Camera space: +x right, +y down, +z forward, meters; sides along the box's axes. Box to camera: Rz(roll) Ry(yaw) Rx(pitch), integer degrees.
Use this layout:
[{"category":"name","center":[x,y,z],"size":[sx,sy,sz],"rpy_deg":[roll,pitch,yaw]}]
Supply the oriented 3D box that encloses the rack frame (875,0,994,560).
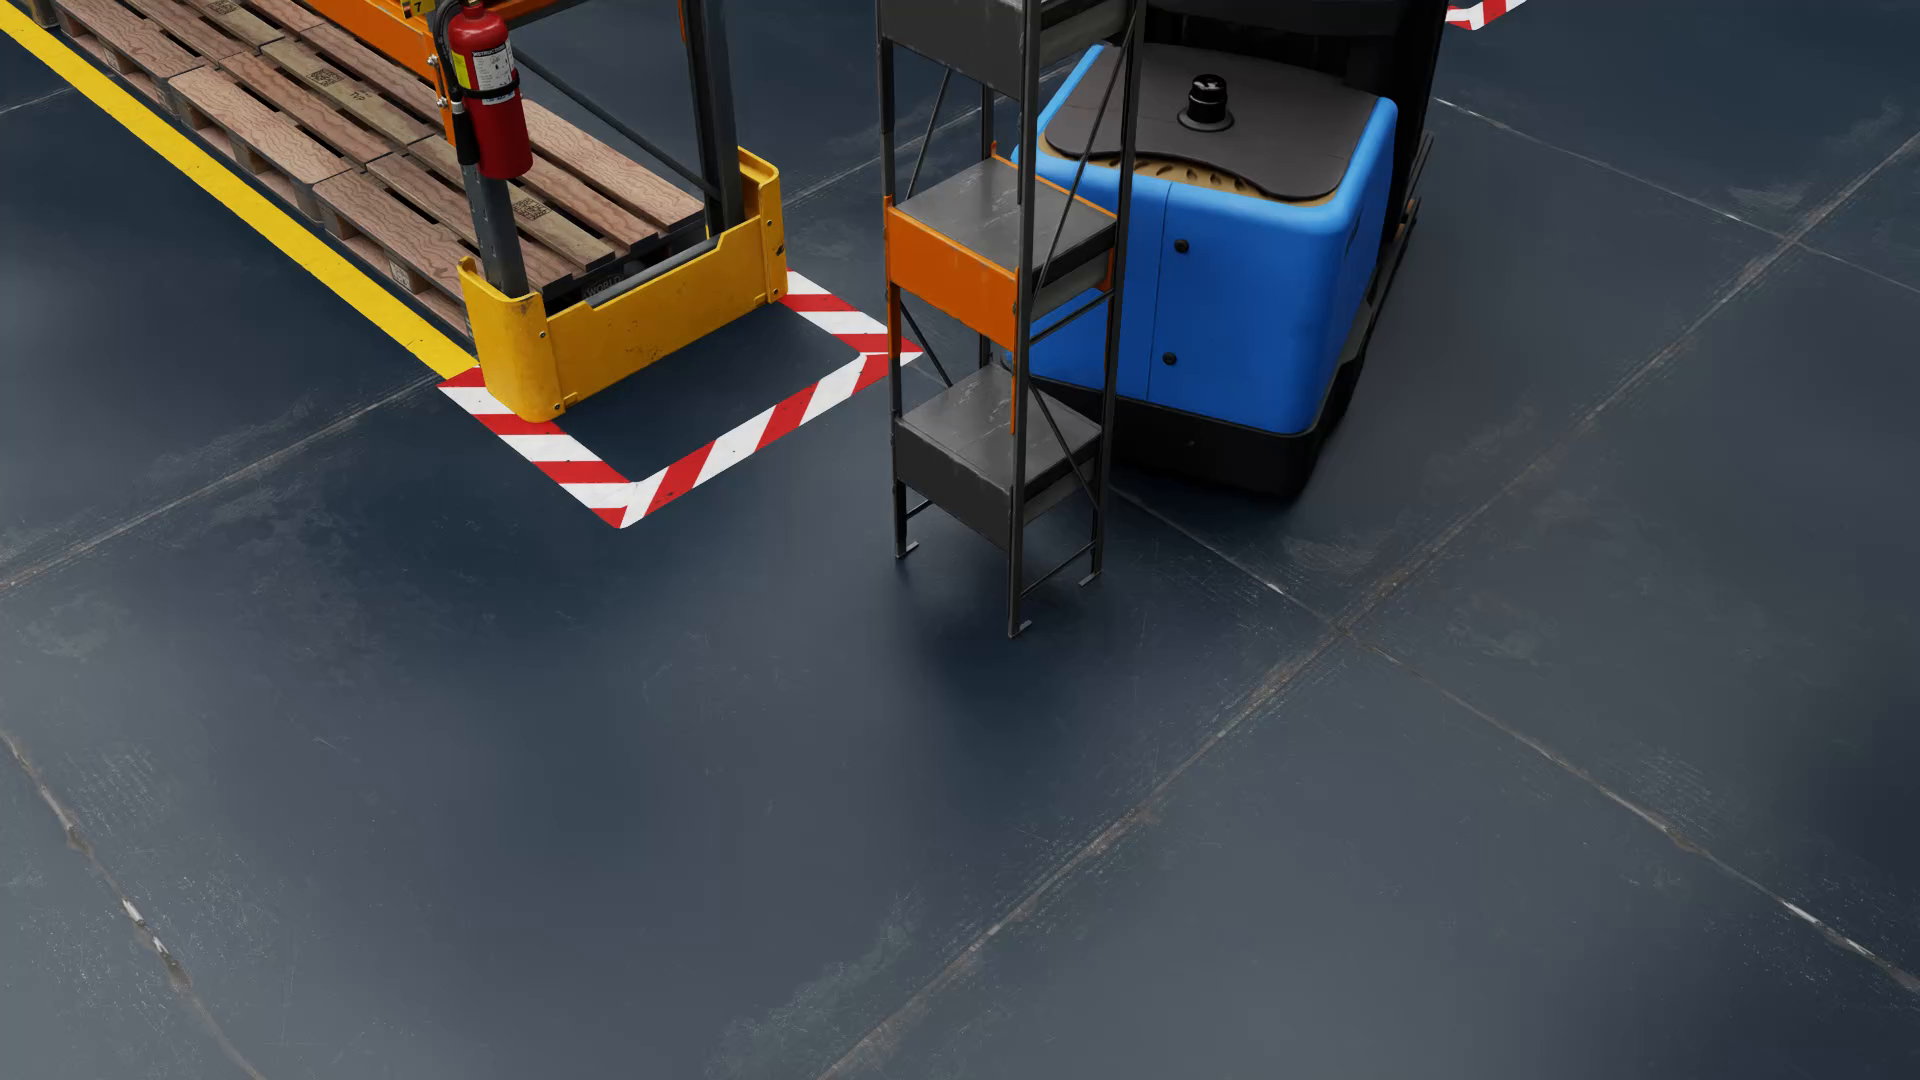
[{"category":"rack frame","center":[-0.055,-0.809,4.578],"size":[0.400,2.100,0.015],"rpy_deg":[-34,53,-31]}]

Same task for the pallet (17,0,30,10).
[{"category":"pallet","center":[-4.521,-3.139,8.491],"size":[1.003,0.211,1.213],"rpy_deg":[-34,53,-31]}]

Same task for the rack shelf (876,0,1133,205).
[{"category":"rack shelf","center":[0.117,-1.196,3.986],"size":[0.431,0.518,0.480],"rpy_deg":[-34,53,-31]}]

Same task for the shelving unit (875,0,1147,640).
[{"category":"shelving unit","center":[0.117,-0.692,4.451],"size":[0.431,2.100,0.503],"rpy_deg":[-34,53,-31]}]

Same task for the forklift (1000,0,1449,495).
[{"category":"forklift","center":[1.155,-2.230,5.504],"size":[1.130,2.935,3.031],"rpy_deg":[15,45,16]}]

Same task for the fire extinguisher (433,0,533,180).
[{"category":"fire extinguisher","center":[-1.396,-1.394,4.880],"size":[0.296,0.674,0.183],"rpy_deg":[-34,53,-31]}]

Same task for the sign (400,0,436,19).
[{"category":"sign","center":[-1.559,-1.638,4.693],"size":[0.100,0.325,0.005],"rpy_deg":[-34,53,-31]}]

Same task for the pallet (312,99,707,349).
[{"category":"pallet","center":[-1.736,-1.241,6.437],"size":[1.003,0.211,1.213],"rpy_deg":[-34,53,-31]}]

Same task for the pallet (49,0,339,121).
[{"category":"pallet","center":[-3.459,-2.413,7.706],"size":[1.003,0.211,1.213],"rpy_deg":[-34,53,-31]}]

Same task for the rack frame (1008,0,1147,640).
[{"category":"rack frame","center":[0.289,-0.574,4.324],"size":[0.400,2.100,0.015],"rpy_deg":[-34,53,-31]}]

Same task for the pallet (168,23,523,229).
[{"category":"pallet","center":[-2.593,-1.827,7.071],"size":[1.003,0.211,1.213],"rpy_deg":[-34,53,-31]}]

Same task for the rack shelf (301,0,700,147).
[{"category":"rack shelf","center":[-2.593,-2.547,6.326],"size":[1.077,0.370,4.000],"rpy_deg":[-34,53,-31]}]

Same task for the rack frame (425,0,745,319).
[{"category":"rack frame","center":[-1.181,-1.850,5.042],"size":[1.000,3.000,0.127],"rpy_deg":[-34,53,-31]}]

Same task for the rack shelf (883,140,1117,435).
[{"category":"rack shelf","center":[0.117,-0.682,4.461],"size":[0.431,0.518,0.480],"rpy_deg":[-34,53,-31]}]

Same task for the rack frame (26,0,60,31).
[{"category":"rack frame","center":[-4.005,-3.772,7.122],"size":[1.000,3.000,0.127],"rpy_deg":[-34,53,-31]}]

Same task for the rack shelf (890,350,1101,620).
[{"category":"rack shelf","center":[0.117,-0.168,4.936],"size":[0.431,0.518,0.480],"rpy_deg":[-34,53,-31]}]

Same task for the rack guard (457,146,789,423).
[{"category":"rack guard","center":[-1.155,-0.927,5.884],"size":[1.175,0.500,0.348],"rpy_deg":[-34,53,-31]}]
